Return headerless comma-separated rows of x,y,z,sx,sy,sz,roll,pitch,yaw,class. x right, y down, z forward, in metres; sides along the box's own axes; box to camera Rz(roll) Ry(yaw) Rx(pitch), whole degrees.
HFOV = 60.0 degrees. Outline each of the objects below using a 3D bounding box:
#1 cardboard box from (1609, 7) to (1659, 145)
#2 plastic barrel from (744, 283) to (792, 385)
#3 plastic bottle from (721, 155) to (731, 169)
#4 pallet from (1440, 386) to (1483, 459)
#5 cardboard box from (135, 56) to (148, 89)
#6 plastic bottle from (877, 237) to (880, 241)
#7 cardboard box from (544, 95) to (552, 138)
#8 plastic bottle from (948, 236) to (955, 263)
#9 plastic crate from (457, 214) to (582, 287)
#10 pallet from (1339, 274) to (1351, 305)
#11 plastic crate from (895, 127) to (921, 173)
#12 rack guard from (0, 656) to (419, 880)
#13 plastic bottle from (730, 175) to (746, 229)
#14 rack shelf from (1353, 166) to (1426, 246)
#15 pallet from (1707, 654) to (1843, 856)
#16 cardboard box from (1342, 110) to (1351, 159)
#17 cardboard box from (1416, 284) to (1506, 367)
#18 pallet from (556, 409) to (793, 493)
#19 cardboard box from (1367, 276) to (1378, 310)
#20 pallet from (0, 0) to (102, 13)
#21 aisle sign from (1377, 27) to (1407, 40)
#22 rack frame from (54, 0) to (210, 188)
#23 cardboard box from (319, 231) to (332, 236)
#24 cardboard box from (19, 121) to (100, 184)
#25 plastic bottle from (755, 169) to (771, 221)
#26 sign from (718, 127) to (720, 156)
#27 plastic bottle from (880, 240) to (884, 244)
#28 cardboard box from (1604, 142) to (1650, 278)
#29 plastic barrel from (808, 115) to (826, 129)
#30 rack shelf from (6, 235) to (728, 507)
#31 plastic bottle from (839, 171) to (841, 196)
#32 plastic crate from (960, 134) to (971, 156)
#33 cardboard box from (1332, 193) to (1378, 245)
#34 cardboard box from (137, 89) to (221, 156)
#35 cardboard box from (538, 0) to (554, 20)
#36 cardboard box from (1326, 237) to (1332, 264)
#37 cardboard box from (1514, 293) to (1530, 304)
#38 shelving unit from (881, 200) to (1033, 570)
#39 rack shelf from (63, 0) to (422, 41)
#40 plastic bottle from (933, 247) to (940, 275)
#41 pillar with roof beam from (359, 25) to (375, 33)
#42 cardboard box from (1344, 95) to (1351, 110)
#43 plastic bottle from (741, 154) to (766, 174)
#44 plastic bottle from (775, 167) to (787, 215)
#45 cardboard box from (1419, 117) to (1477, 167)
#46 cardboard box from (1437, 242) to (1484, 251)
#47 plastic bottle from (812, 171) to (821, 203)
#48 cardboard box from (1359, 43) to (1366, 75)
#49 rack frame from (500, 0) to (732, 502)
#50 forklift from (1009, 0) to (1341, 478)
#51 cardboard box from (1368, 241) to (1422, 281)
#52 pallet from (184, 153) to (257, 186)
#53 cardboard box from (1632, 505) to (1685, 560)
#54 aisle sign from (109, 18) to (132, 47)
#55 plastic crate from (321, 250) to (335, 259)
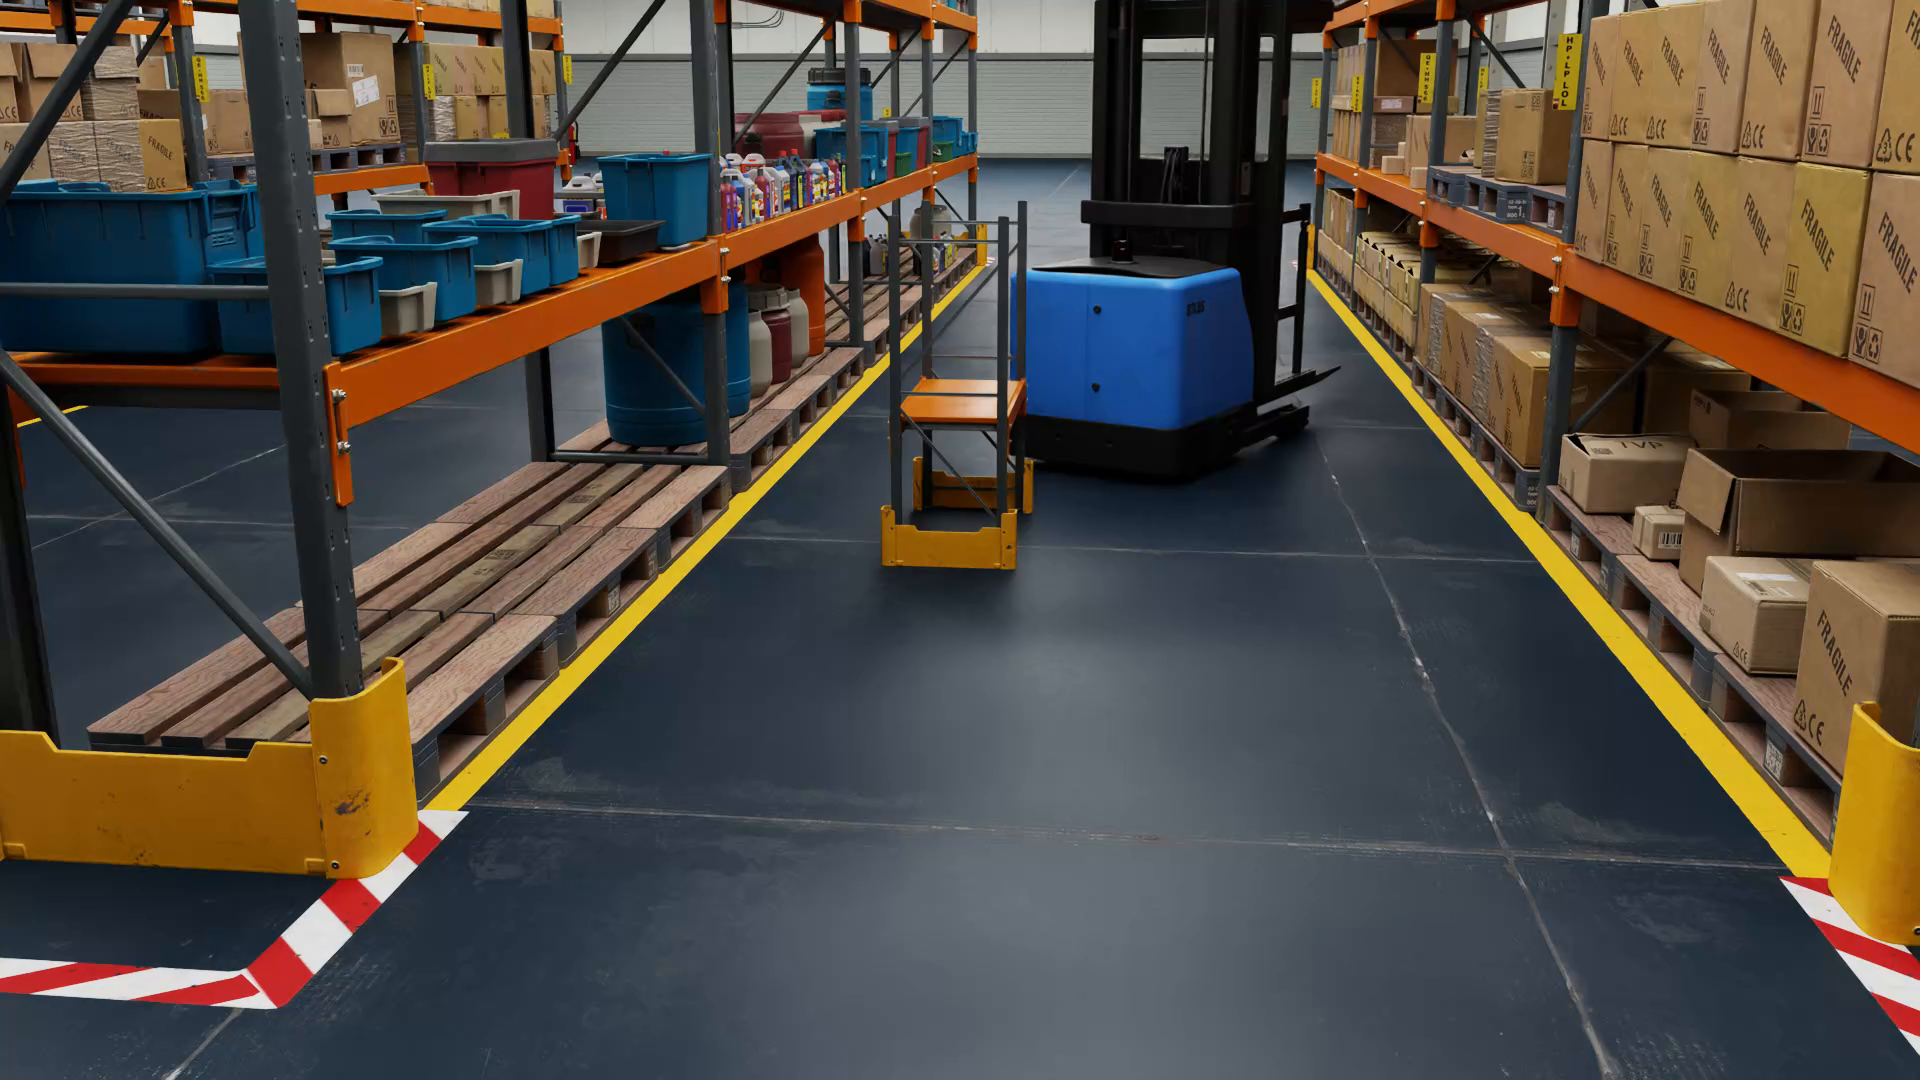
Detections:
2.870,-1.796,6.451,0.500,0.500,0.500,1,15,5,cardboard box
-1.375,-1.316,10.596,0.600,0.588,0.708,2,15,6,plastic barrel
-1.620,-2.503,11.419,0.097,0.271,0.097,0,15,0,plastic bottle
3.450,-0.696,9.833,1.003,0.211,1.213,2,15,6,pallet
-10.196,-5.444,19.691,0.875,0.550,0.550,2,15,6,cardboard box
-0.871,-3.092,17.733,0.097,0.271,0.097,0,15,0,plastic bottle
-5.318,-4.968,19.527,0.875,0.500,0.500,2,15,6,cardboard box
-0.134,-3.116,17.814,0.152,0.276,0.135,2,15,7,plastic bottle
-1.575,-1.044,5.983,0.416,0.233,0.300,2,15,6,plastic crate
4.294,-2.447,16.306,1.003,0.211,1.213,2,15,6,pallet
-0.574,-3.432,14.638,0.392,0.384,0.575,2,15,6,plastic crate
-2.102,0.591,4.519,1.175,0.500,0.348,2,15,6,rack guard
-1.175,-1.771,8.710,0.097,0.271,0.097,0,15,0,plastic bottle
3.937,-2.722,13.360,1.077,0.370,4.000,2,15,6,rack shelf
2.907,0.644,4.876,1.003,0.211,1.213,2,15,6,pallet
4.433,-4.288,17.582,0.700,0.500,0.500,2,15,7,cardboard box
3.376,-1.447,11.211,0.500,0.500,0.500,2,15,9,cardboard box
-1.532,-0.513,9.154,1.003,0.211,1.213,2,15,6,pallet
3.757,-2.099,14.141,0.500,0.250,0.500,1,15,5,cardboard box
-10.354,-5.986,18.475,1.003,0.211,1.213,2,15,6,pallet
4.914,-5.889,18.713,0.394,0.787,0.004,2,15,6,aisle sign
-6.131,-2.843,12.430,1.000,3.000,0.127,2,15,6,rack frame
-5.843,-2.605,15.494,0.700,0.500,0.500,2,15,6,cardboard box
-6.058,-2.492,10.941,0.500,0.500,0.500,1,15,4,cardboard box
-1.095,-1.916,9.226,0.061,0.283,0.133,2,15,6,plastic bottle
-1.757,-2.790,11.923,0.100,0.325,0.005,2,15,6,sign
-0.809,-2.949,17.181,0.061,0.283,0.133,2,15,6,plastic bottle
2.877,-1.304,6.547,0.500,0.500,0.500,2,15,7,cardboard box
-1.258,-3.134,13.290,0.421,0.512,0.421,0,15,0,plastic barrel
-1.887,-0.794,6.230,1.077,0.370,4.000,2,15,6,rack shelf
-0.863,-2.455,11.373,0.097,0.201,0.097,0,15,0,plastic bottle
-0.145,-4.394,18.449,0.499,0.251,0.408,2,15,6,plastic crate
4.161,-3.341,17.299,0.500,0.500,0.500,2,15,6,cardboard box
-6.110,-3.235,12.885,0.500,0.500,0.500,0,15,-1,cardboard box
-5.030,-6.161,19.241,0.500,0.250,0.500,2,15,8,cardboard box
4.223,-3.109,17.875,0.500,0.250,0.500,2,15,6,cardboard box
3.839,-1.307,10.694,0.500,0.500,0.500,2,15,8,cardboard box
0.009,-0.744,7.539,0.587,1.500,1.083,2,15,6,shelving unit
-5.905,-4.463,14.051,1.077,0.370,4.000,2,15,6,rack shelf
-0.277,-2.787,16.596,0.152,0.276,0.135,2,15,8,plastic bottle
-13.319,-15.751,48.673,9.100,9.000,0.400,2,15,6,pillar with roof beam
4.213,-4.557,17.335,0.380,0.149,0.250,2,15,6,cardboard box
-1.428,-2.530,11.511,0.152,0.276,0.135,2,15,6,plastic bottle
-1.059,-2.036,9.692,0.097,0.271,0.097,0,15,0,plastic bottle
3.885,-3.034,12.946,0.500,0.500,0.500,1,15,3,cardboard box
4.291,-2.356,14.017,0.500,0.311,0.500,2,15,6,cardboard box
-0.943,-2.268,10.685,0.097,0.201,0.097,0,15,0,plastic bottle
4.320,-4.639,16.393,0.700,0.500,0.500,2,15,6,cardboard box
-1.661,-1.660,8.054,1.000,3.000,0.127,2,15,6,rack frame
1.461,-2.078,9.732,1.130,2.935,3.031,9,18,31,forklift
3.750,-2.370,14.070,0.500,0.311,0.500,1,15,4,cardboard box
-6.156,-2.939,13.150,1.213,0.211,1.003,2,15,6,pallet
2.910,-0.031,6.613,0.380,0.166,0.250,2,15,6,cardboard box
-10.435,-6.373,20.502,0.394,0.787,0.004,2,15,6,aisle sign
-2.131,-0.966,5.878,0.298,0.136,0.250,2,15,6,plastic crate
